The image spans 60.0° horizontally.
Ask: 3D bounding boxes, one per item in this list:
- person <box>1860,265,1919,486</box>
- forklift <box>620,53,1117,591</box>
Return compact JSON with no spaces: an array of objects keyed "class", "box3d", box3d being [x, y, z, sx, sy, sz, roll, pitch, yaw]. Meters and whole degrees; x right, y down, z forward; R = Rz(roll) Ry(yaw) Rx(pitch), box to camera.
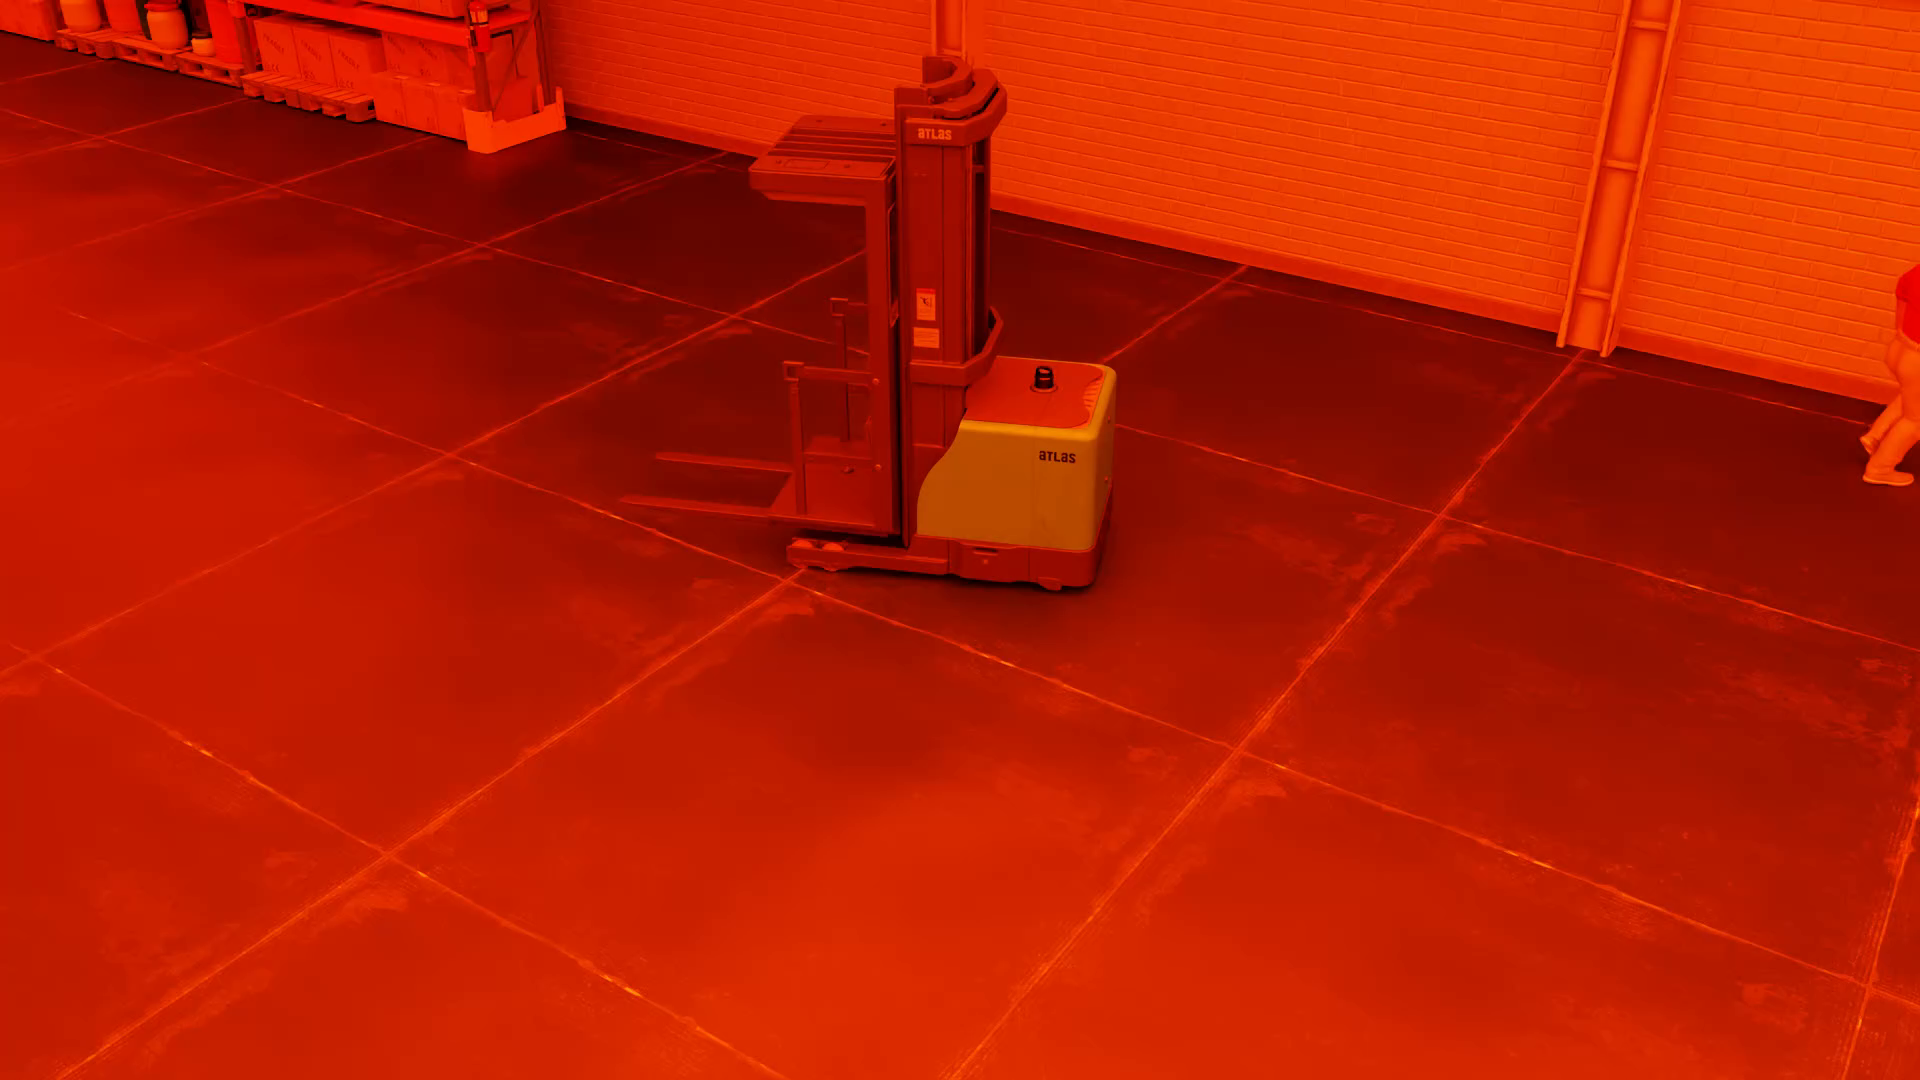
[{"class":"person","box3d":[6.297,-1.162,10.825,0.468,1.733,0.661,1,30,1]},{"class":"forklift","box3d":[-0.596,-1.330,9.871,3.031,2.935,1.130,6,31,10]}]
